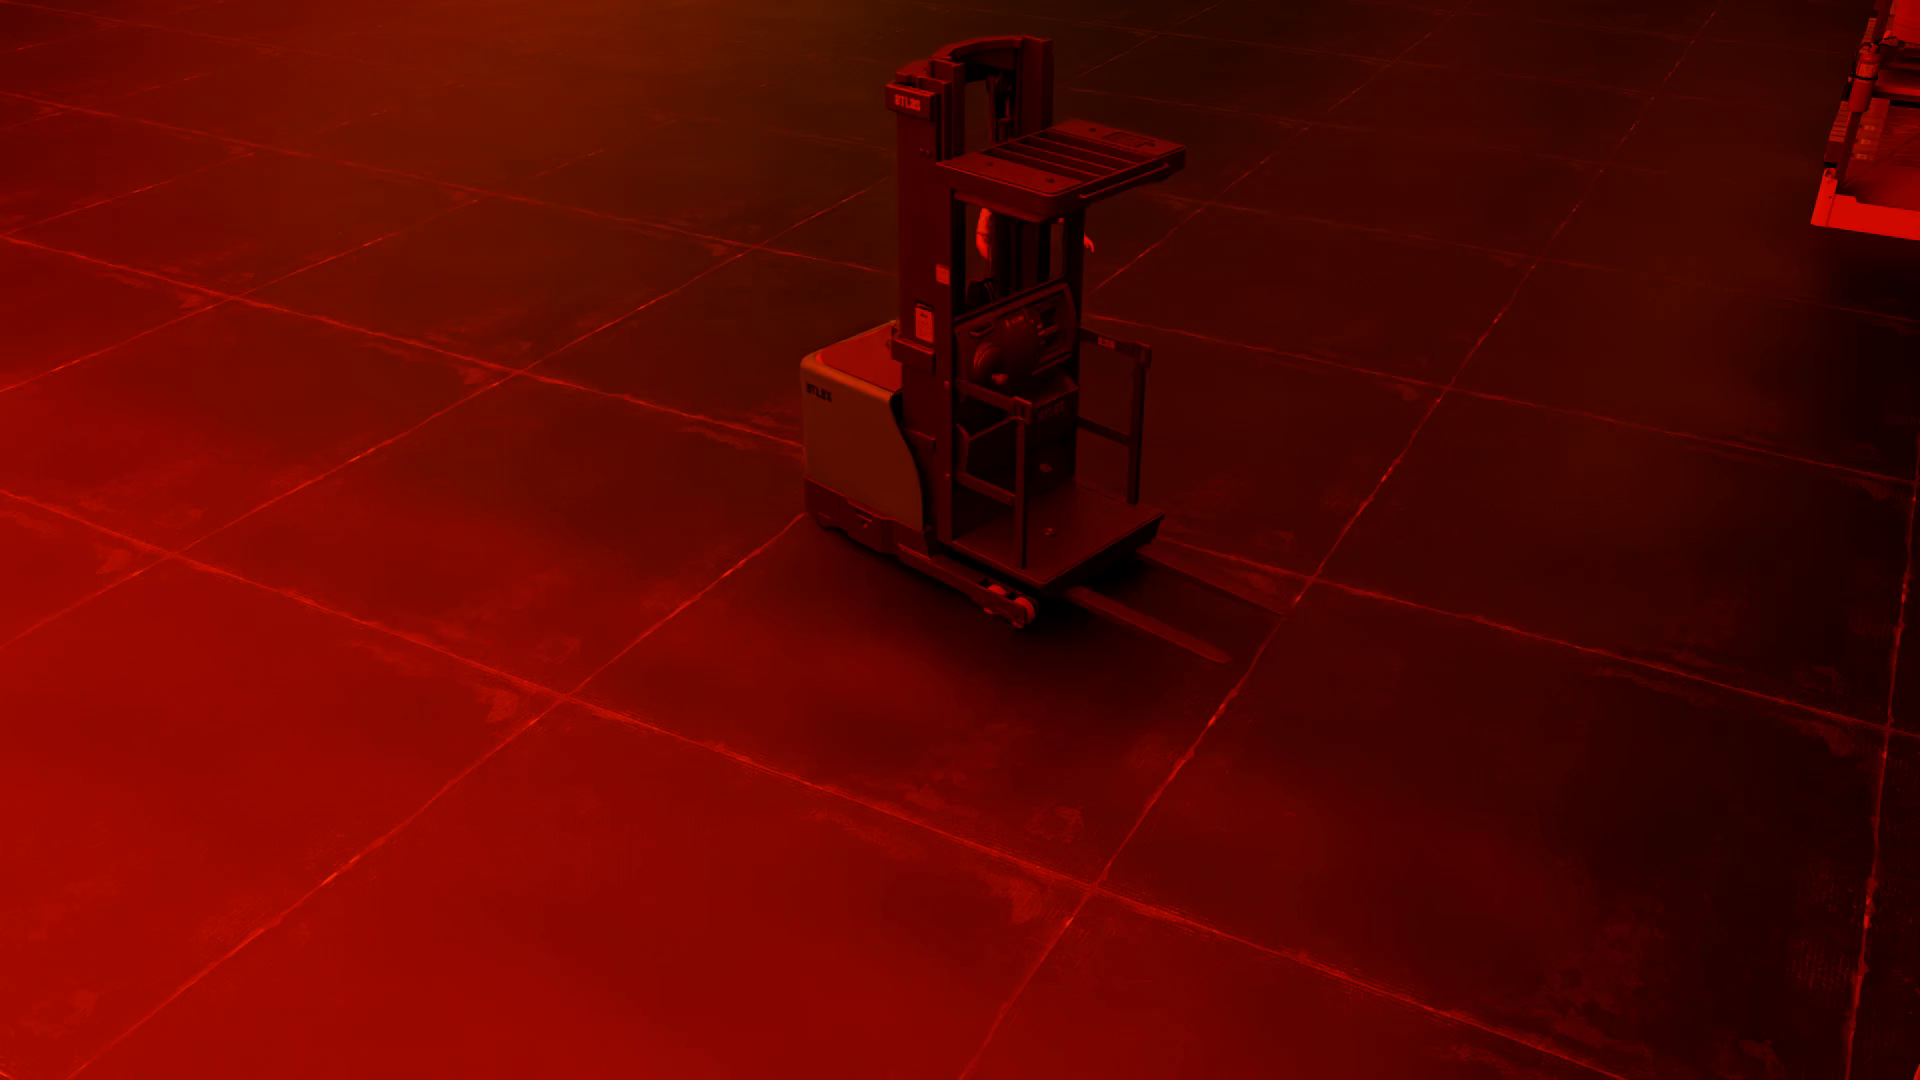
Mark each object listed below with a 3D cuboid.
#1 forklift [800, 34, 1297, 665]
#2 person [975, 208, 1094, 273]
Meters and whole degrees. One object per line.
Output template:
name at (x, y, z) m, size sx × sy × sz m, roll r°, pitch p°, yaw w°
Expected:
forklift at (0.468, -1.081, 8.944) m, size 3.031 × 2.935 × 1.130 m, roll 25°, pitch 38°, yaw 36°
person at (0.483, -1.954, 11.972) m, size 1.054 × 1.491 × 0.943 m, roll -22°, pitch 36°, yaw -33°
